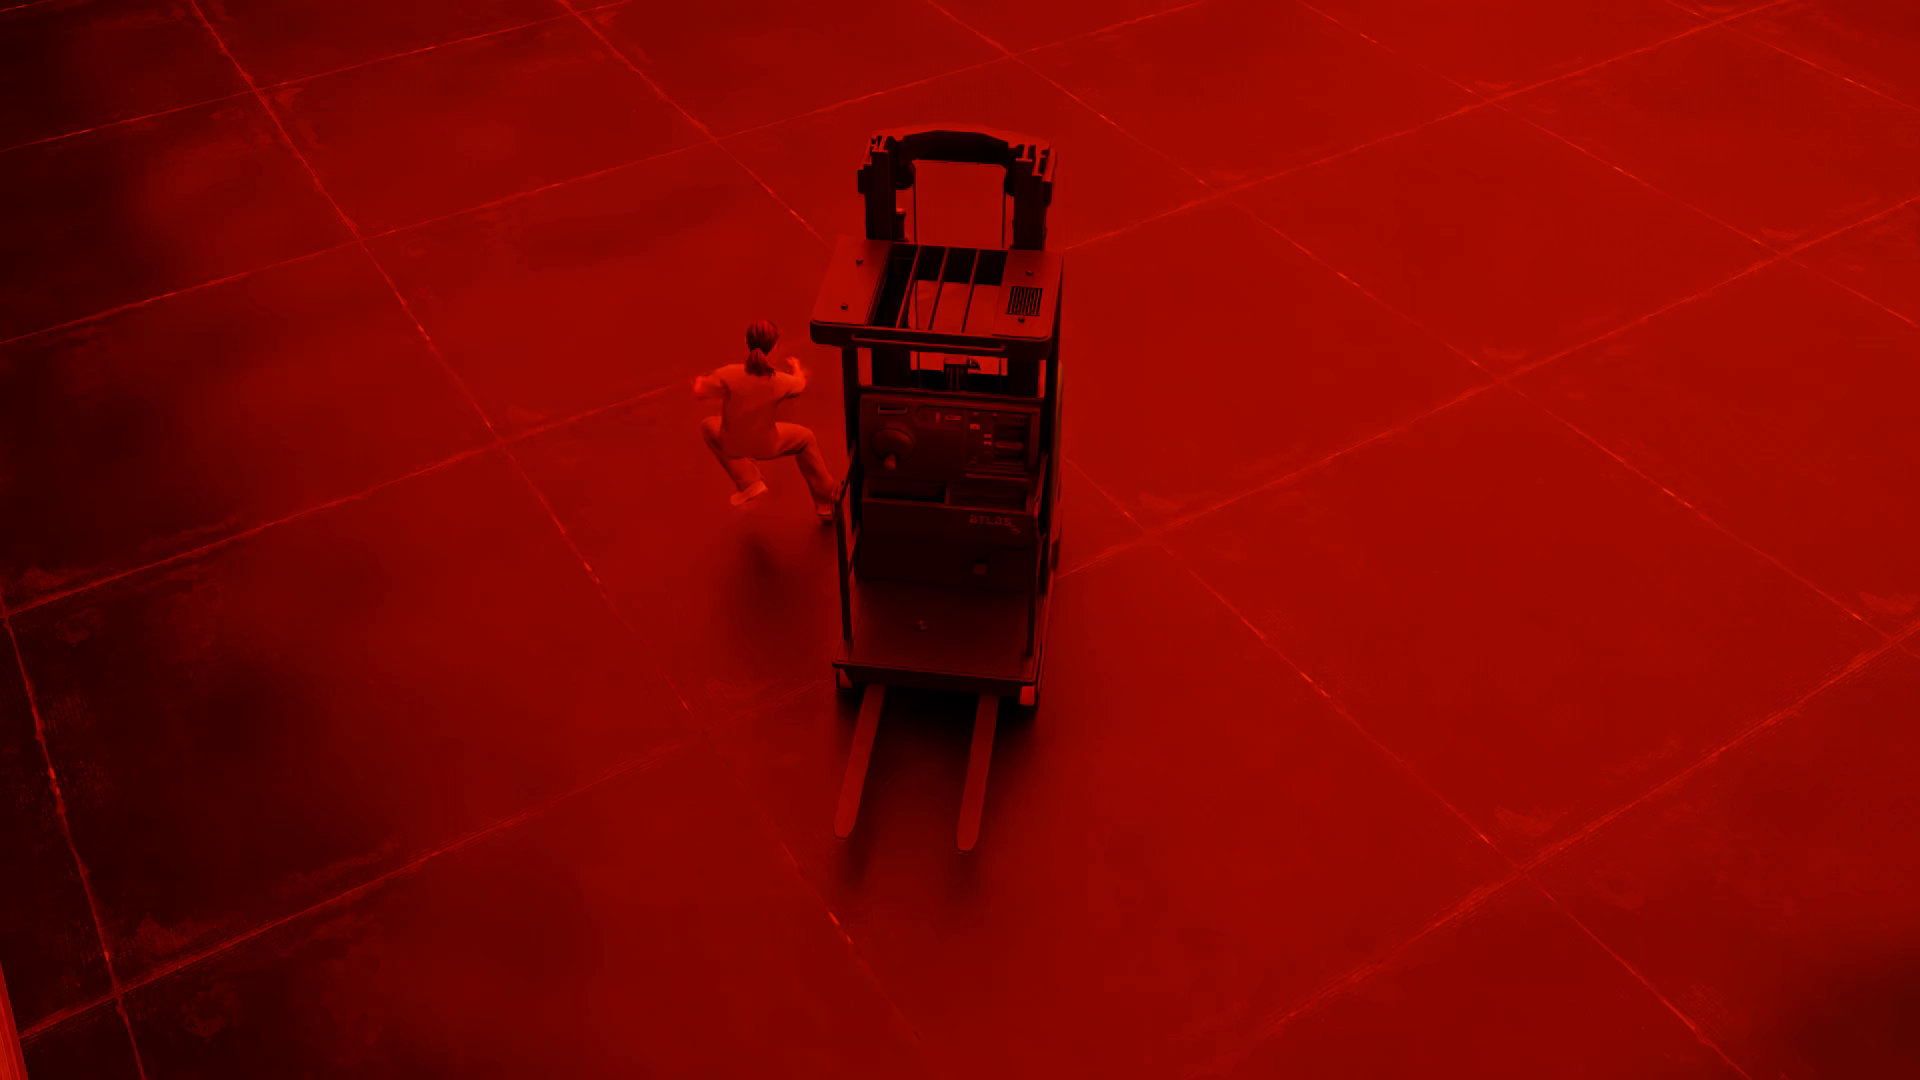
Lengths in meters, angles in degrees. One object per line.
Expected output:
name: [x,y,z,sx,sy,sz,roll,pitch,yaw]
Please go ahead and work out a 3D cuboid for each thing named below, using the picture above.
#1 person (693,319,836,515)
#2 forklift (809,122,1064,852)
person: [-1.166,-0.752,9.842,0.809,1.477,0.732,-2,41,-2]
forklift: [-0.083,-0.447,8.383,1.130,2.935,3.031,5,41,6]
